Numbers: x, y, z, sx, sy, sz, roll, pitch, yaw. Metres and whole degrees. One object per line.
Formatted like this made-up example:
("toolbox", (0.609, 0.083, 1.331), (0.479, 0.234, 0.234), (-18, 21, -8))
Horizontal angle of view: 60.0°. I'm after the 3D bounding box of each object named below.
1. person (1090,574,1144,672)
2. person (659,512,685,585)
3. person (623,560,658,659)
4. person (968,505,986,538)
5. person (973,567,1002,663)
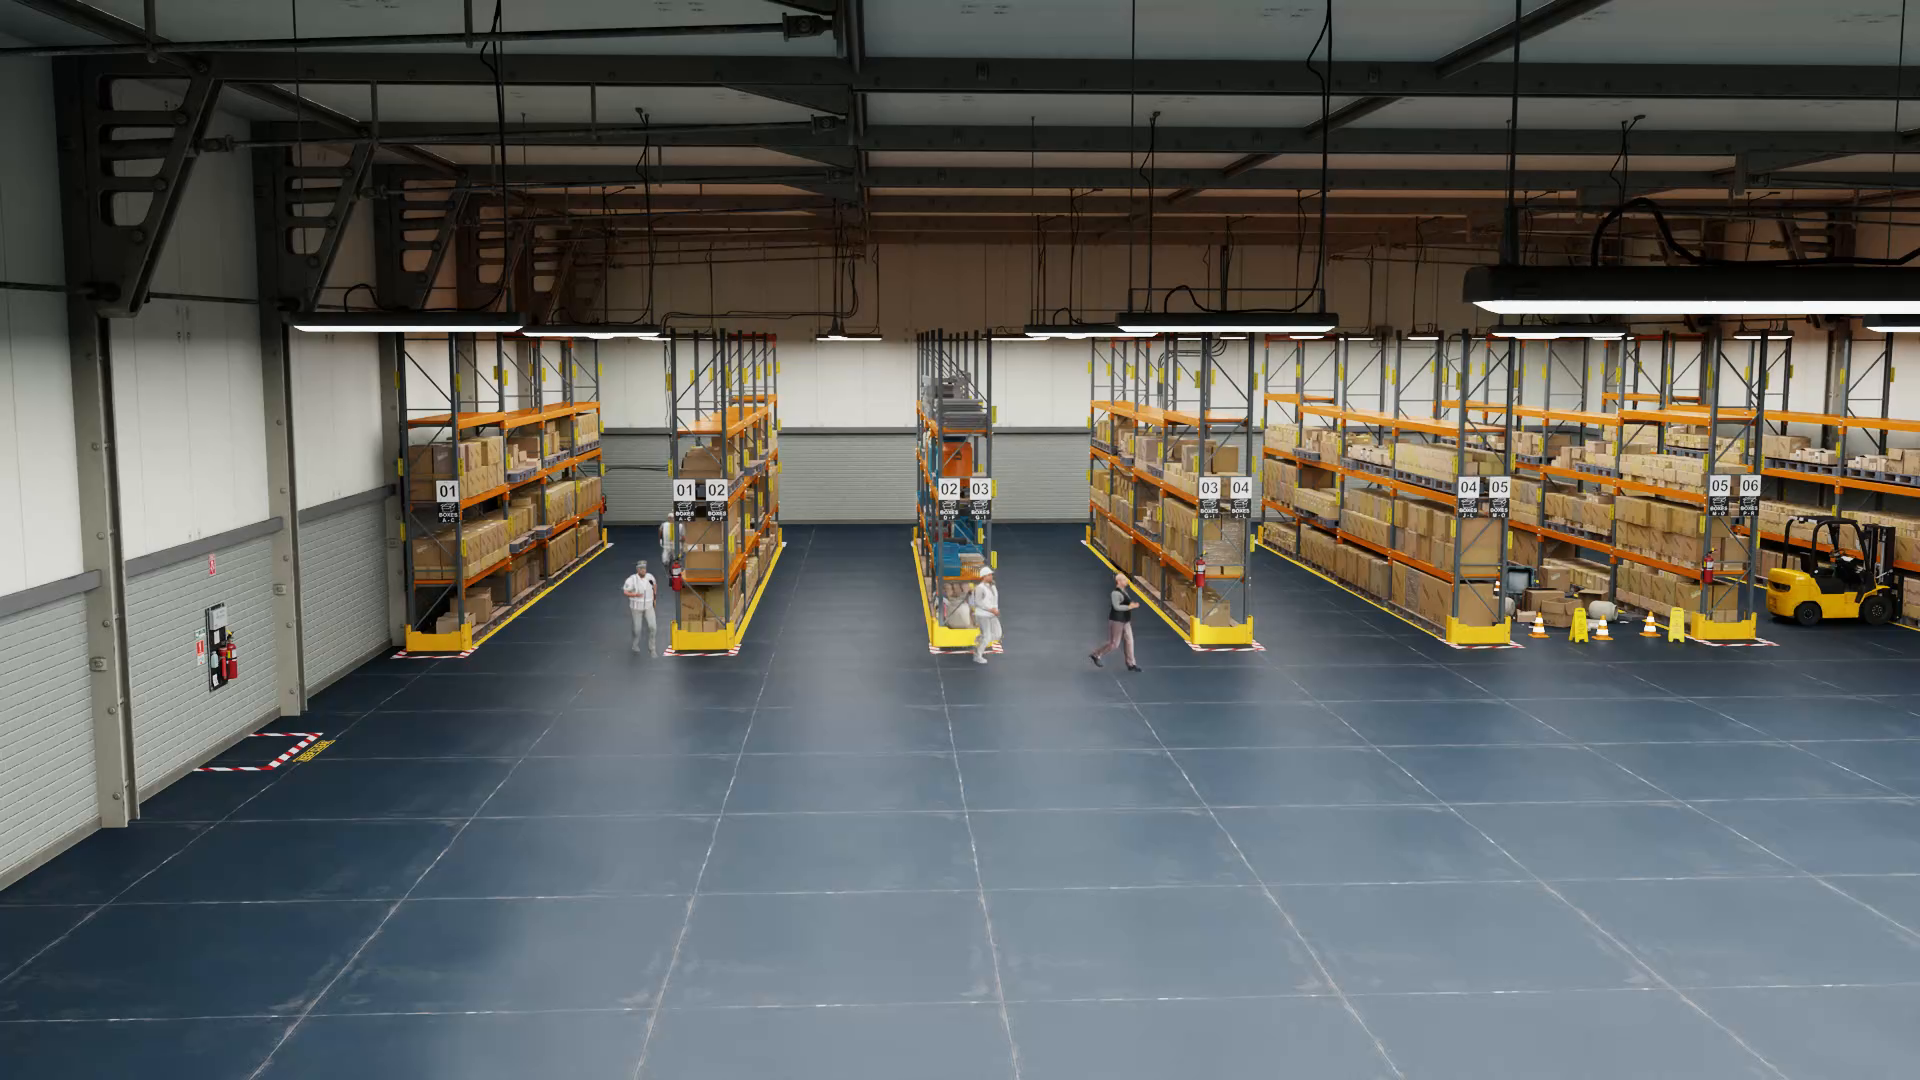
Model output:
("person", (2.770, 1.435, 28.991), (0.925, 1.705, 0.657), (3, 7, 24))
("person", (-6.819, 0.206, 39.378), (0.662, 1.744, 0.763), (0, 7, -2))
("person", (-5.867, 1.263, 30.596), (0.680, 1.827, 0.894), (-3, 7, -26))
("person", (0.488, -0.837, 48.725), (0.543, 1.647, 0.825), (6, 9, 40))
("person", (0.504, 1.346, 29.973), (0.638, 1.734, 0.691), (5, 8, 34))
